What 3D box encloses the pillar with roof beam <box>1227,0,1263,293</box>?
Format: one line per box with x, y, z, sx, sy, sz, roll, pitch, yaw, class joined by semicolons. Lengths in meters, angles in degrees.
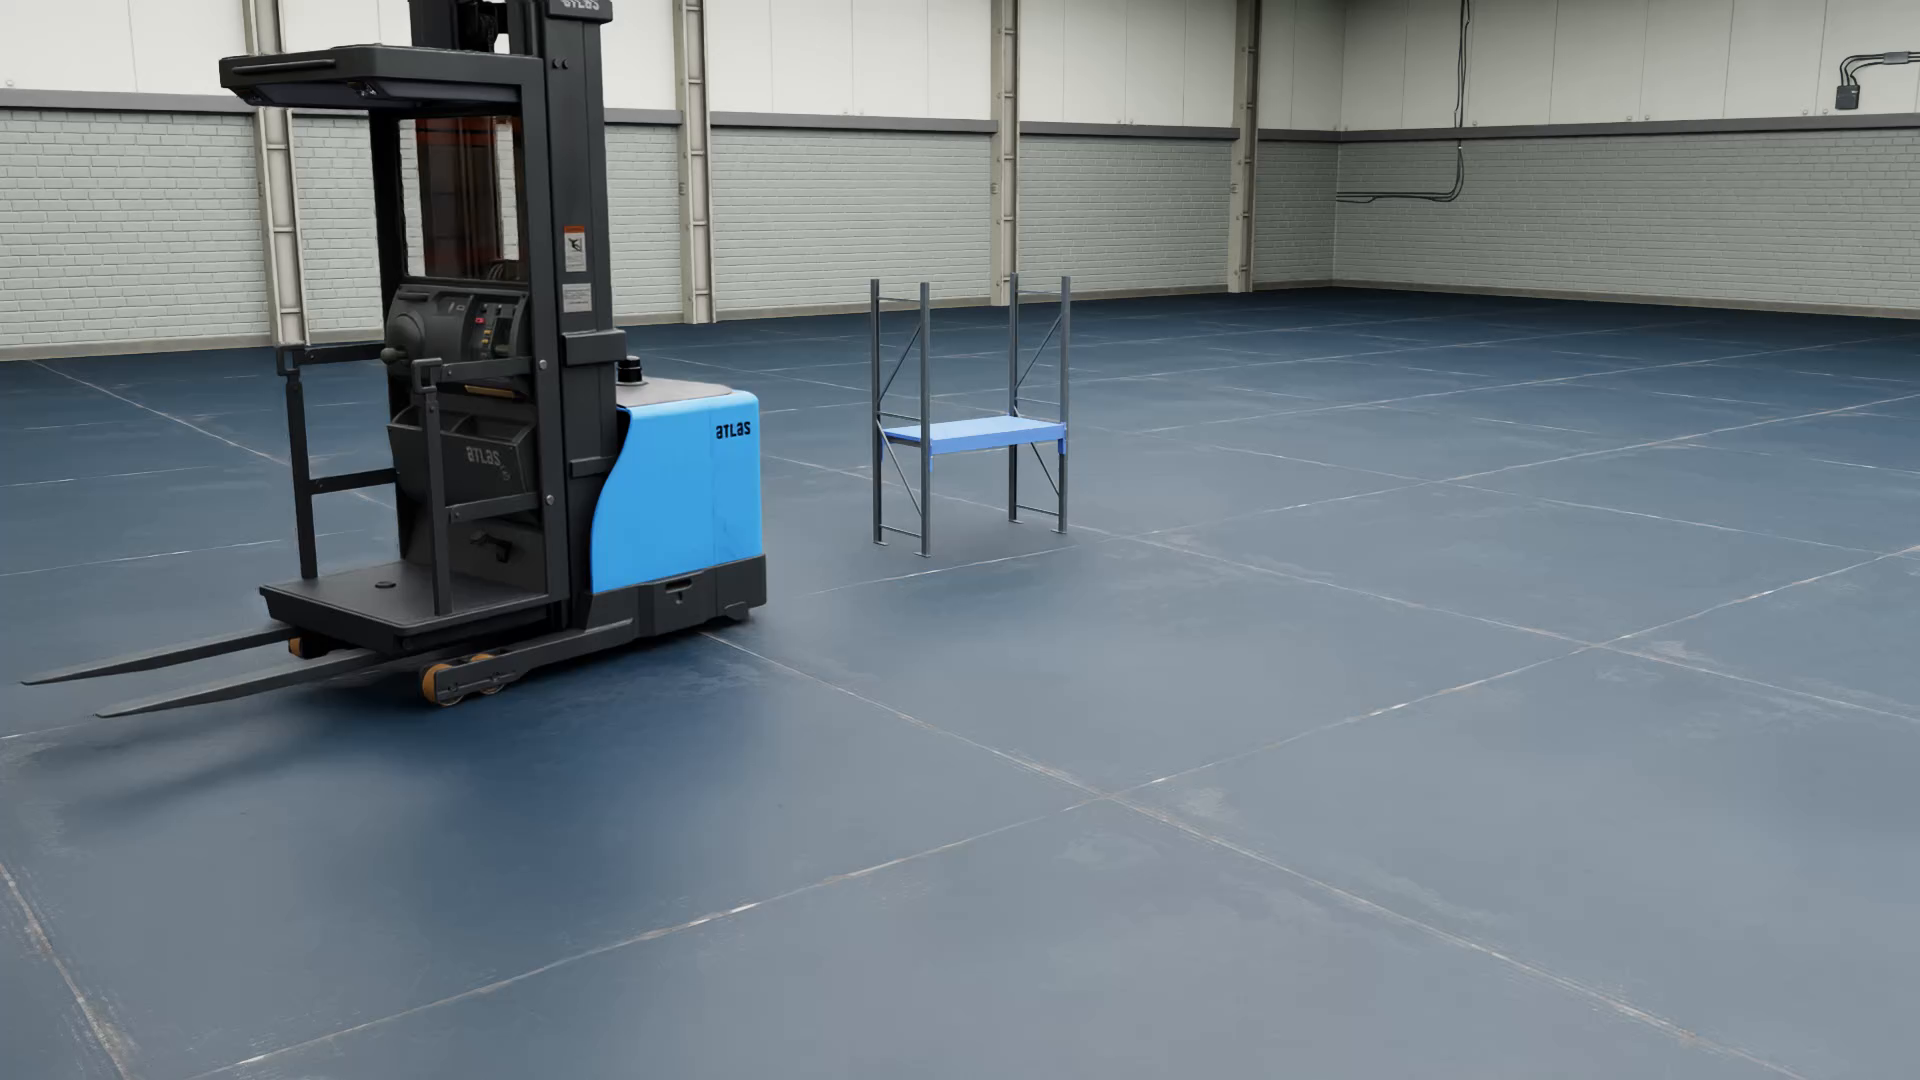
8.136;-8.538;28.175;0.400;9.000;9.100;-9;15;-38;pillar with roof beam

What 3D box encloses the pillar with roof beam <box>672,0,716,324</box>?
-1.235;-6.981;20.842;0.400;9.000;9.100;-9;15;-38;pillar with roof beam

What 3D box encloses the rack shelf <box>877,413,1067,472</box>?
0.067;-0.569;9.562;1.000;0.185;0.538;-9;15;-38;rack shelf

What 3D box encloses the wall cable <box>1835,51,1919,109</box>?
14.491;-9.526;24.639;0.169;6.003;2.305;-9;15;-38;wall cable

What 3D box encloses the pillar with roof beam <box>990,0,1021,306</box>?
3.451;-7.760;24.508;0.400;9.000;9.100;-9;15;-38;pillar with roof beam

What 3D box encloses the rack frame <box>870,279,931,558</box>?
-0.330;-0.679;9.214;0.032;1.500;0.500;-9;15;-38;rack frame

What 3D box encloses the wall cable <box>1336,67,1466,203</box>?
8.573;-7.886;32.576;0.112;2.526;3.097;-9;15;-38;wall cable

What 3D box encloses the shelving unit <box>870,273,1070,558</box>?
0.067;-0.745;9.525;1.048;1.500;0.538;-9;15;-38;shelving unit

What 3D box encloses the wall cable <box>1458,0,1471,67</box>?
10.263;-9.917;29.985;0.112;2.526;3.097;-9;15;-38;wall cable

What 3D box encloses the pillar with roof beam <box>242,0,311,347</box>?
-5.920;-6.203;17.175;0.400;9.000;9.100;-9;15;-38;pillar with roof beam

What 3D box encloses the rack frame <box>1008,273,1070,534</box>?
0.464;-0.811;9.836;0.032;1.500;0.500;-9;15;-38;rack frame

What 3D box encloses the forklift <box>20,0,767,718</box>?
-2.239;-0.896;6.793;1.130;2.935;3.031;10;15;38;forklift
